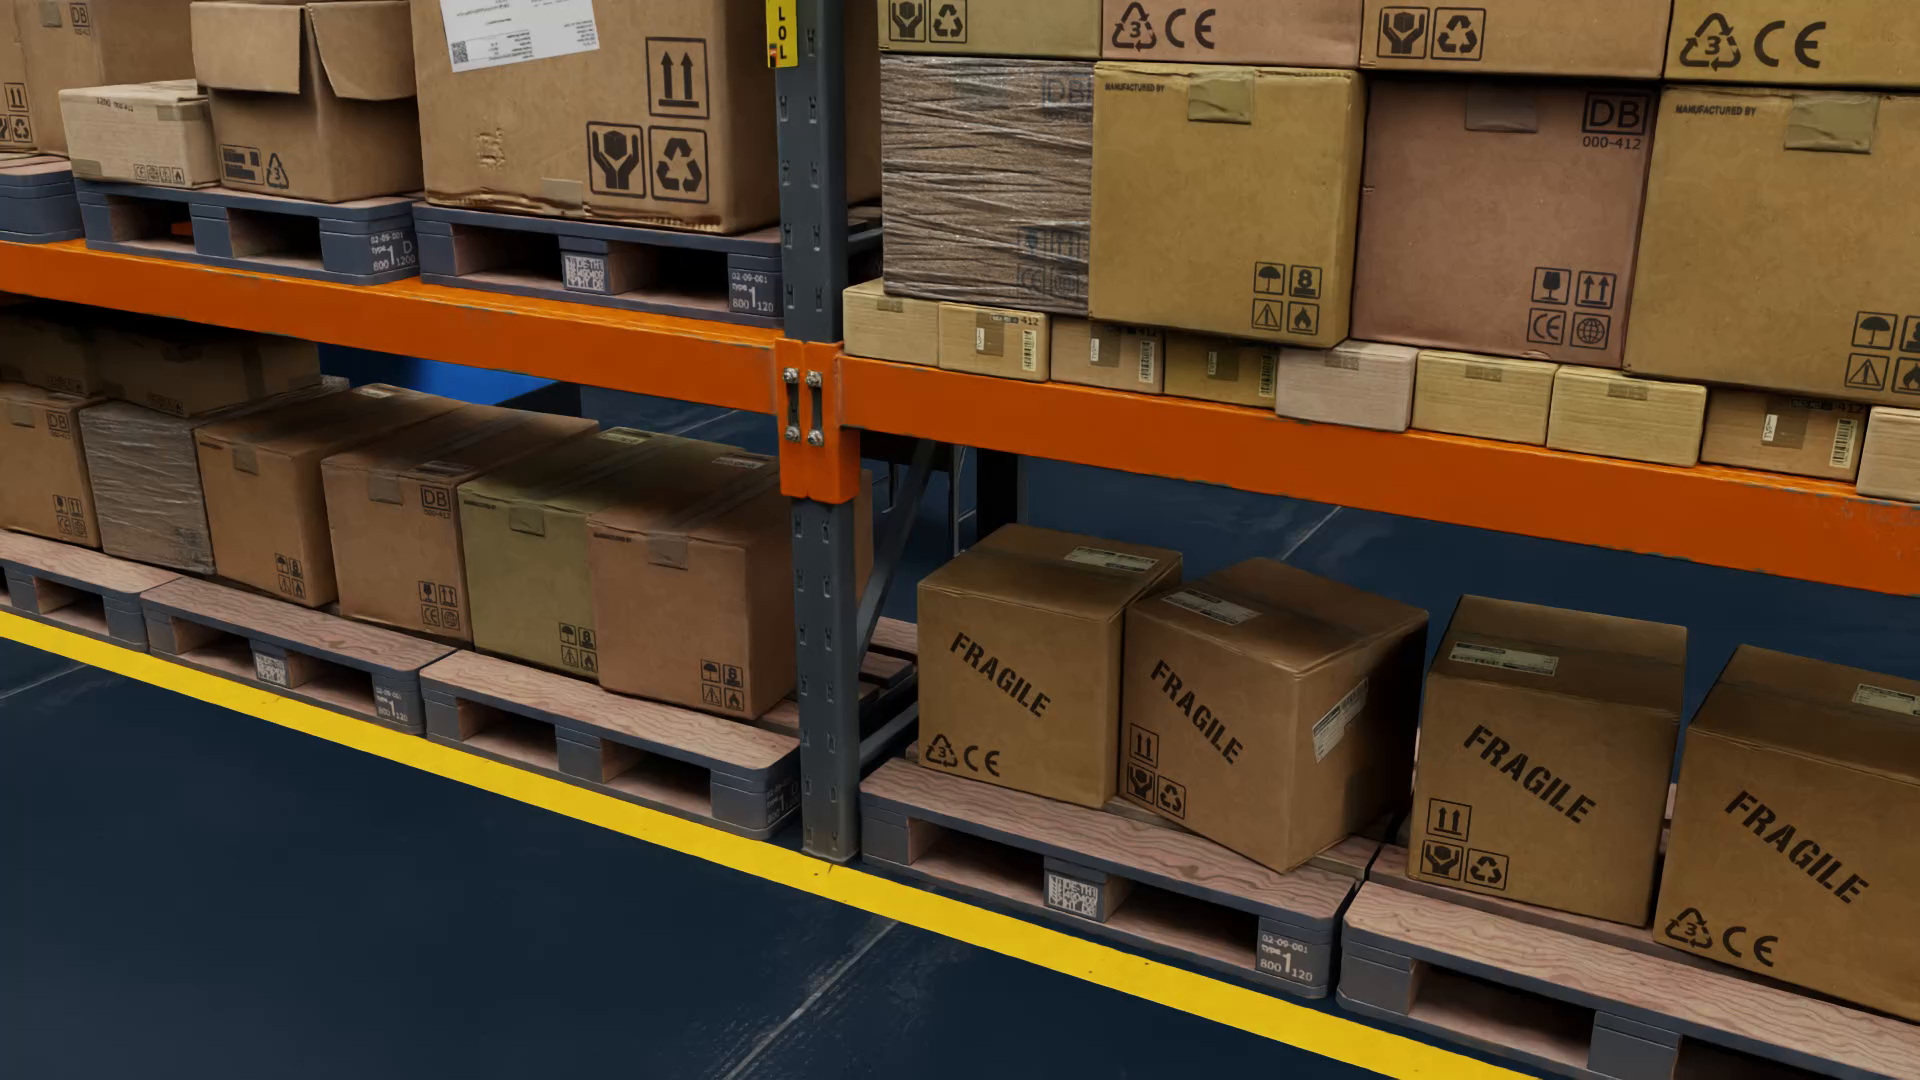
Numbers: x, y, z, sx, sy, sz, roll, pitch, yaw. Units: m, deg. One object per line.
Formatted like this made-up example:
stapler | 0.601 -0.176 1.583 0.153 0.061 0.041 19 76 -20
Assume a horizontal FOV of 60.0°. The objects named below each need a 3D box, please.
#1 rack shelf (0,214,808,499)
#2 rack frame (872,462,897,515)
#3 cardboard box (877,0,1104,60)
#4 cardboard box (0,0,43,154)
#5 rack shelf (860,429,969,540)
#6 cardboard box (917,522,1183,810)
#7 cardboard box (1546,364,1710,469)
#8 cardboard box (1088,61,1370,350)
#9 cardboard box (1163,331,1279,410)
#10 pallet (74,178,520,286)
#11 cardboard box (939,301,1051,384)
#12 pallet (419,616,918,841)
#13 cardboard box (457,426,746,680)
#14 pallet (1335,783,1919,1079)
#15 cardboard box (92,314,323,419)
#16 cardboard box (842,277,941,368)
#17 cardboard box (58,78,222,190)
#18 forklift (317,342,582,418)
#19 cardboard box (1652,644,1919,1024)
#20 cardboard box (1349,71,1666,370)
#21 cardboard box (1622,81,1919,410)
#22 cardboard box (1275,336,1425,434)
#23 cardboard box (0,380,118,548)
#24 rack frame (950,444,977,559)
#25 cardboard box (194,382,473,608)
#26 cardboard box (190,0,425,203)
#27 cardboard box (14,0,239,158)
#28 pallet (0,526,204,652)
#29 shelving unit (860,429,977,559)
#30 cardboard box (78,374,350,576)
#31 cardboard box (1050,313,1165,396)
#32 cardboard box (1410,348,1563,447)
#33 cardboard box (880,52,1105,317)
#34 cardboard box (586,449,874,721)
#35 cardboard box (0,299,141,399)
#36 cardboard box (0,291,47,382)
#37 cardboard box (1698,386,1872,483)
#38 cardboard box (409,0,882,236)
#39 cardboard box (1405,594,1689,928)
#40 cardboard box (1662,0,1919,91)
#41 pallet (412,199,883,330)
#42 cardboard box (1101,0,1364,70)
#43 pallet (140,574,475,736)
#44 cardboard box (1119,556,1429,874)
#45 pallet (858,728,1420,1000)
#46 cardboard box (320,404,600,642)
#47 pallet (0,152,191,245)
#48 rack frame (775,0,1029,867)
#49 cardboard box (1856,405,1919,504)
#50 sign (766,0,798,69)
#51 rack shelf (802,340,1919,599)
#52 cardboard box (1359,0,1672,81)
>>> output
rack shelf | -1.846 -0.751 5.093 4.000 0.370 1.077 11 23 27
rack frame | -0.358 -1.055 6.195 0.015 2.100 0.400 11 23 27
cardboard box | 0.169 -1.263 3.400 0.500 0.500 0.500 11 23 27
cardboard box | -3.101 -1.589 5.584 0.500 0.500 0.500 8 21 21
rack shelf | -0.145 -0.344 6.326 0.480 0.518 0.431 11 23 27
cardboard box | 0.230 0.299 4.192 0.500 0.500 0.500 10 22 26
cardboard box | 1.257 -0.268 3.074 0.250 0.149 0.380 11 23 27
cardboard box | 0.682 -0.757 3.470 0.500 0.500 0.875 11 23 27
cardboard box | 0.608 -0.396 3.427 0.250 0.149 0.380 11 23 27
pallet | -1.844 -1.015 5.046 1.213 0.211 1.003 11 23 27
cardboard box | 0.153 -0.468 3.625 0.250 0.149 0.380 11 23 27
pallet | -0.780 0.425 4.884 1.213 0.211 1.003 11 23 27
cardboard box | -1.033 0.018 4.938 0.500 0.500 0.700 11 22 27
pallet | 1.573 0.858 3.691 1.213 0.211 1.003 11 23 27
cardboard box | -2.524 -0.619 5.593 0.500 0.250 0.500 14 24 33
cardboard box | -0.059 -0.514 3.751 0.250 0.149 0.380 11 23 27
cardboard box | -2.241 -1.202 4.884 0.500 0.250 0.500 10 22 26
forklift | -3.282 -1.907 7.325 3.031 2.935 1.130 9 22 24
cardboard box | 1.779 0.578 3.423 0.500 0.500 0.500 13 24 32
cardboard box | 1.168 -0.704 3.324 0.500 0.500 0.875 11 23 27
cardboard box | 1.584 -0.608 3.061 0.500 0.500 0.875 11 23 27
cardboard box | 0.806 -0.342 3.278 0.250 0.149 0.380 11 23 27
cardboard box | -2.997 -0.348 5.947 0.500 0.500 0.700 10 22 24
rack frame | 0.069 -0.974 5.971 0.015 2.100 0.400 11 23 27
cardboard box | -2.008 -0.168 5.449 0.500 0.500 0.700 13 24 32
cardboard box | -1.658 -1.264 4.683 0.637 0.503 0.797 13 24 33
cardboard box | -2.565 -1.526 5.410 0.500 0.500 0.700 15 25 35
pallet | -2.910 0.019 6.003 1.213 0.211 1.003 11 23 27
shelving unit | -0.145 -1.015 6.083 0.503 2.100 0.431 11 23 27
cardboard box | -2.507 -0.260 5.704 0.500 0.500 0.700 9 22 23
cardboard box | 0.385 -0.435 3.533 0.250 0.149 0.380 11 23 27
cardboard box | 1.044 -0.313 3.198 0.250 0.149 0.380 11 23 27
cardboard box | 0.263 -0.851 3.728 0.500 0.500 0.875 11 23 27
cardboard box | -0.625 0.103 4.704 0.500 0.500 0.700 9 22 23
cardboard box | -2.992 -0.704 5.828 0.500 0.250 0.500 12 23 29
cardboard box | -4.184 -0.742 6.511 0.875 0.875 1.225 10 22 25
cardboard box | 1.498 -0.240 2.997 0.250 0.149 0.380 11 23 27
cardboard box | -0.725 -1.410 4.358 1.000 1.000 1.000 11 23 28
cardboard box | 1.314 0.472 3.715 0.500 0.500 0.500 9 22 23
cardboard box | 1.484 -1.018 2.722 0.500 0.500 0.500 11 23 27
pallet | -0.696 -0.837 4.556 1.213 0.211 1.003 11 23 27
cardboard box | 0.606 -1.181 3.172 0.500 0.500 0.500 11 23 27
pallet | -1.849 0.222 5.443 1.213 0.211 1.003 11 23 27
cardboard box | 0.734 0.392 3.935 0.500 0.500 0.500 -17 26 -39
pallet | 0.504 0.655 4.250 1.213 0.211 1.003 11 23 27
cardboard box | -1.521 -0.075 5.194 0.500 0.500 0.700 9 22 23
pallet | -2.918 -1.245 5.680 1.003 0.211 1.213 11 23 27
rack frame | -0.100 -0.757 4.053 0.127 3.000 1.000 11 23 27
cardboard box | 1.682 -0.178 2.825 0.250 0.149 0.380 11 23 27
sign | -0.367 -1.135 3.399 0.005 0.325 0.100 11 23 27
rack shelf | 1.646 -0.086 3.259 4.000 0.370 1.077 11 23 27
cardboard box | 1.043 -1.097 2.942 0.500 0.500 0.500 11 23 27
